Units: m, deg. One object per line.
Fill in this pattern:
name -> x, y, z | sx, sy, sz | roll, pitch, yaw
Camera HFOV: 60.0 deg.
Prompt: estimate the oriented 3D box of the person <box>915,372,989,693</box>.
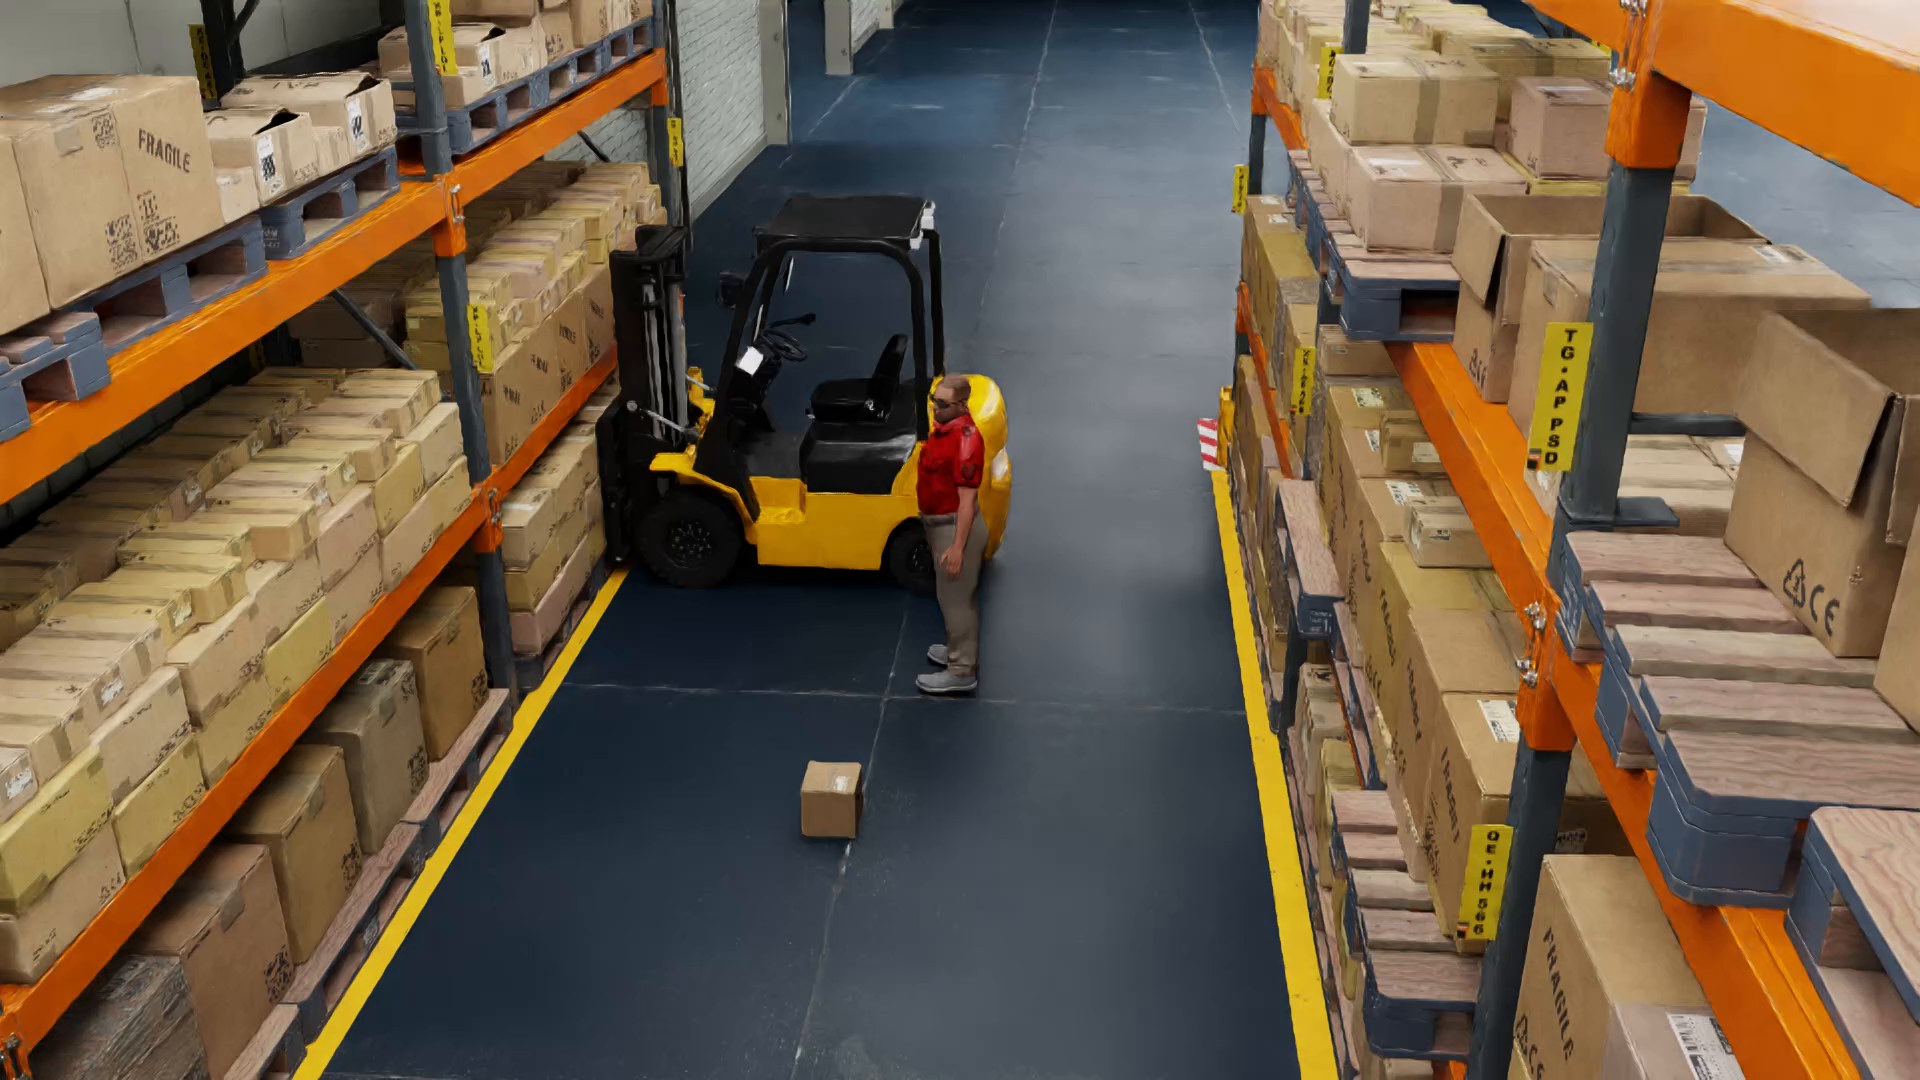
person -> -0.060, -0.042, 8.660 | 0.388, 1.740, 0.615 | -3, 25, -8
